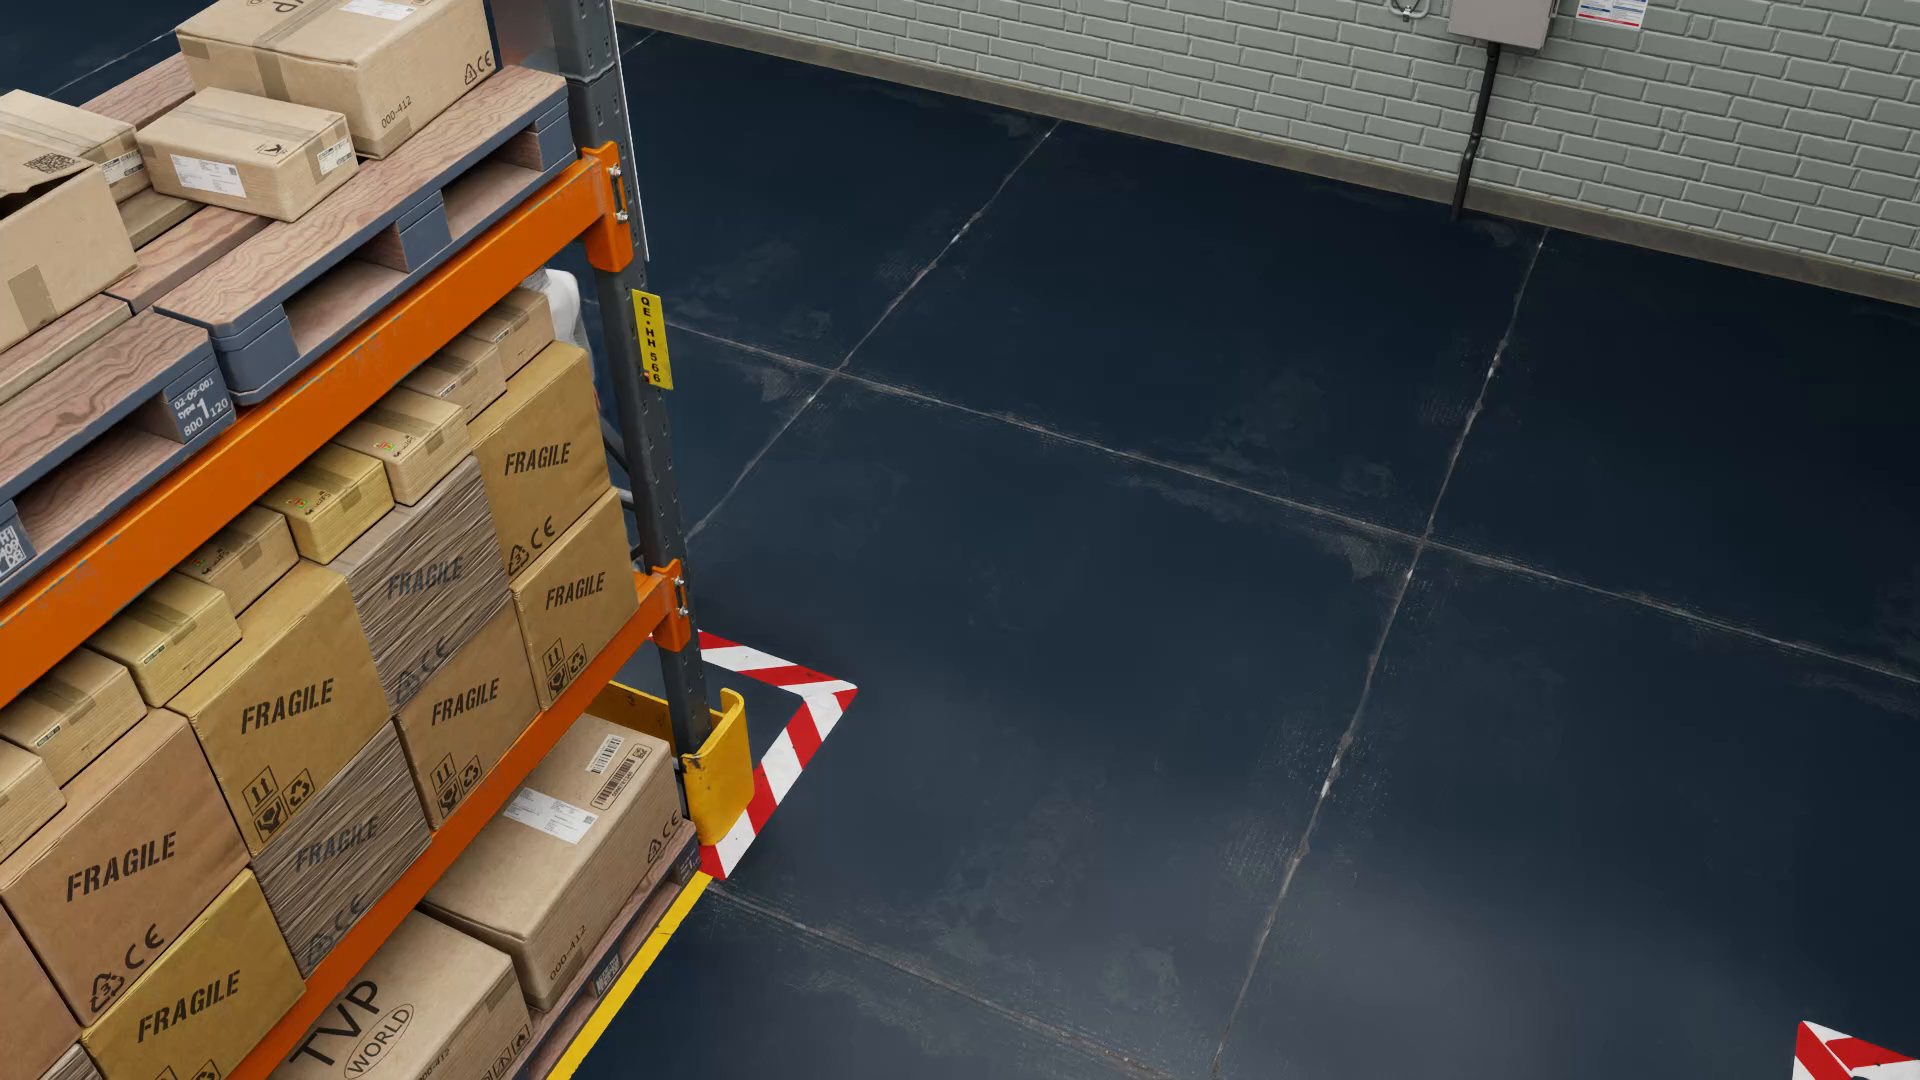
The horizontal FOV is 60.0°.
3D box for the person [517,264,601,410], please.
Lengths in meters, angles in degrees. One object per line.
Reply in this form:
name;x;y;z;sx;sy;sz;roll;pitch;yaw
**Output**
person;-1.715;-0.557;6.742;0.753;1.754;0.561;23;47;24
